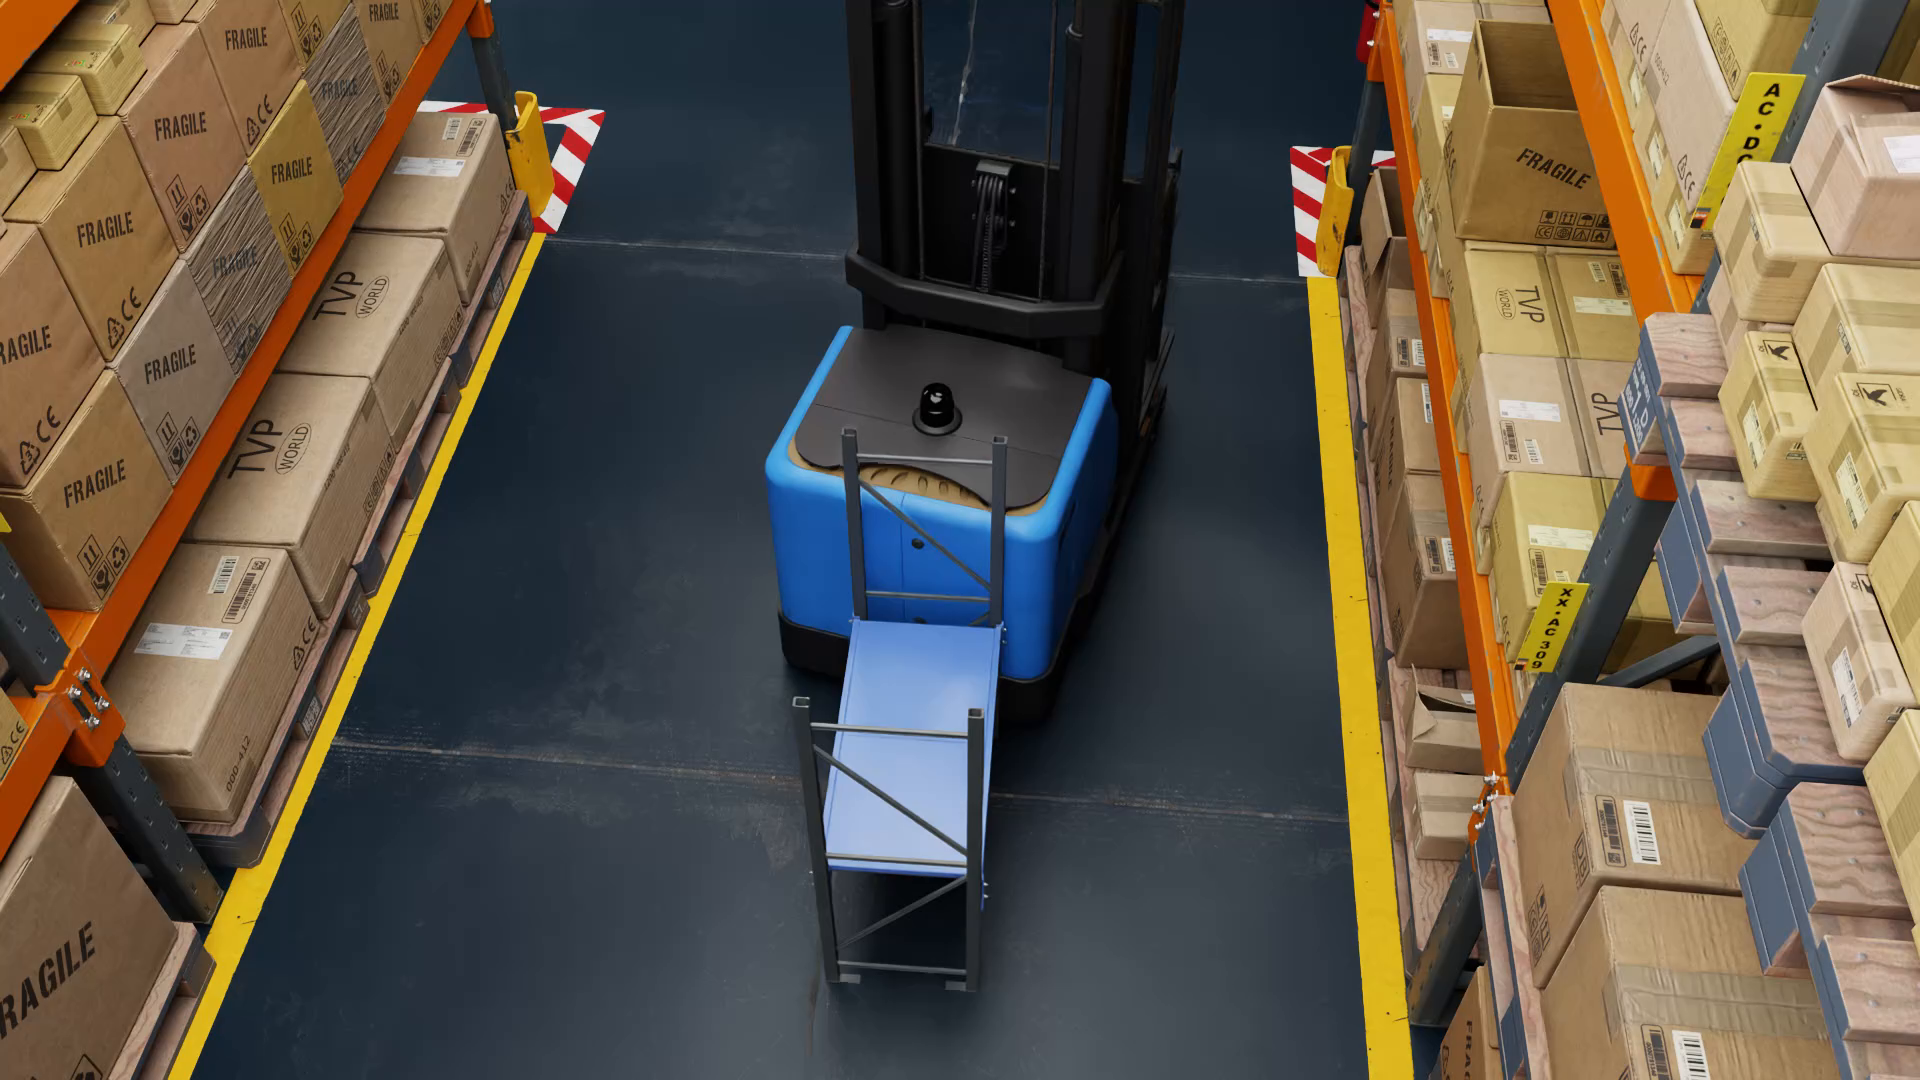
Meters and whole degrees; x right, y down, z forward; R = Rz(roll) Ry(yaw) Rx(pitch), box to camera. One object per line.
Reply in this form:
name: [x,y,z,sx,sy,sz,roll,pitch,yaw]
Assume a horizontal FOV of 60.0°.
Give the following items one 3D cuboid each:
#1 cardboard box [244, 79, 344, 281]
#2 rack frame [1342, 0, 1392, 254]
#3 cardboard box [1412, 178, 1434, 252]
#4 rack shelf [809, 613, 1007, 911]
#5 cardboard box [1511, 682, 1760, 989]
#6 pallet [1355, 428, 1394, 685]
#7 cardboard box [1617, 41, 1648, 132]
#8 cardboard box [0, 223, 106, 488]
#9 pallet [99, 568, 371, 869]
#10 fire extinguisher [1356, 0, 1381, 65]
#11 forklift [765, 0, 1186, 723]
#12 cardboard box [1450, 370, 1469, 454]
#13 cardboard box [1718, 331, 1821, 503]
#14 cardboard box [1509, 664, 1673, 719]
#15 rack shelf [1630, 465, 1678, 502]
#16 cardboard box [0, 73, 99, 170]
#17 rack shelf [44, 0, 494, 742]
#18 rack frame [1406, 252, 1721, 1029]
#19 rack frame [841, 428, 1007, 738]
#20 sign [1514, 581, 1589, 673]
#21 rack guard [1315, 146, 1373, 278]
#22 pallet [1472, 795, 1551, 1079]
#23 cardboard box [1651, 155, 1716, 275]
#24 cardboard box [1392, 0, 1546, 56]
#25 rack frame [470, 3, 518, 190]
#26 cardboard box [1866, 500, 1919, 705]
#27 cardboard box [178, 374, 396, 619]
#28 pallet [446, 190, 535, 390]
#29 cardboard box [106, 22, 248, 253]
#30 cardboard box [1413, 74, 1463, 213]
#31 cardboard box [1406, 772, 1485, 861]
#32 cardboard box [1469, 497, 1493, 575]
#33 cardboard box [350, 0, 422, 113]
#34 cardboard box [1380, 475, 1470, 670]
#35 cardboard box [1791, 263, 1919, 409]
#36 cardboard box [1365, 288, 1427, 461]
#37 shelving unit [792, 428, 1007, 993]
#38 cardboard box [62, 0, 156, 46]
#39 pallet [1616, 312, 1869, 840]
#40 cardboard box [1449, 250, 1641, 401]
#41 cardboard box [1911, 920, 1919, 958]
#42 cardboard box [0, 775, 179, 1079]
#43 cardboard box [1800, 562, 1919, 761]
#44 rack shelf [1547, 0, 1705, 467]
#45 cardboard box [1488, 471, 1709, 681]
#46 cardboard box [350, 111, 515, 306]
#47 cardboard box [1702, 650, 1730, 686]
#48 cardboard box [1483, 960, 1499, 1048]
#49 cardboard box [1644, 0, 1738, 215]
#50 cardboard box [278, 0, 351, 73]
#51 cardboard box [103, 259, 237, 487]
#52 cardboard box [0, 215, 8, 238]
cardboard box: [-2.548,-1.273,5.814,0.500,0.500,0.500,5,48,5]
rack frame: [2.307,-2.407,6.919,1.000,3.000,0.127,4,48,4]
cardboard box: [1.837,-1.156,5.945,0.380,0.149,0.250,3,48,2]
rack shelf: [-0.147,0.688,5.348,0.538,0.185,1.000,3,48,3]
cardboard box: [1.676,0.697,3.728,0.700,0.500,0.500,5,48,5]
pallet: [2.115,0.070,6.544,1.003,0.211,1.213,4,48,4]
cardboard box: [1.740,-1.056,3.821,0.380,0.149,0.250,5,48,5]
cardboard box: [-2.716,-0.504,4.433,0.500,0.500,0.500,4,48,4]
pallet: [-2.853,0.588,6.069,1.003,0.211,1.213,4,48,4]
fire extinguisher: [1.860,-2.395,7.213,0.296,0.674,0.183,4,48,4]
forklift: [0.260,-1.438,6.079,1.130,2.935,3.031,13,49,12]
cardboard box: [1.768,-0.401,5.254,0.380,0.149,0.250,3,48,3]
cardboard box: [1.461,-0.191,2.677,0.380,0.149,0.250,4,48,4]
cardboard box: [1.720,0.365,4.553,0.380,0.149,0.250,4,48,4]
rack shelf: [1.760,1.232,2.045,1.077,0.370,4.000,4,48,4]
cardboard box: [-2.641,-1.162,4.595,0.380,0.149,0.250,4,48,3]
rack shelf: [-2.818,-1.026,6.143,1.077,0.370,4.000,4,48,4]
rack frame: [1.943,0.532,4.231,1.000,3.000,0.127,4,48,4]
rack frame: [-0.108,0.193,5.557,0.500,1.500,0.032,3,48,3]
sign: [1.402,0.209,3.940,0.100,0.325,0.005,4,48,4]
rack guard: [2.300,-1.508,7.790,1.175,0.500,0.348,4,48,4]
pallet: [1.761,1.177,3.771,1.003,0.211,1.213,4,48,4]
cardboard box: [1.681,-0.680,3.476,0.380,0.149,0.250,4,48,3]
cardboard box: [1.998,-2.142,6.576,0.500,0.250,0.500,4,48,4]
rack frame: [-2.636,-2.739,7.222,1.000,3.000,0.127,4,48,4]
cardboard box: [1.463,0.094,2.215,0.380,0.149,0.250,3,48,3]
cardboard box: [-2.756,-0.188,6.341,0.875,0.438,0.875,3,48,2]
pallet: [-2.631,-1.205,7.709,1.003,0.211,1.213,4,48,4]
cardboard box: [-2.606,-1.250,5.116,0.500,0.500,0.500,5,48,4]
cardboard box: [1.909,-1.399,5.897,0.500,0.250,0.500,3,48,3]
cardboard box: [1.701,0.923,5.520,0.380,0.149,0.250,3,48,2]
cardboard box: [1.722,-0.020,4.906,0.380,0.149,0.250,5,48,5]
cardboard box: [-2.477,-2.032,6.508,0.500,0.500,0.500,3,48,3]
cardboard box: [1.946,0.126,6.011,0.700,0.500,0.500,2,48,2]
cardboard box: [1.525,-0.281,2.558,0.380,0.149,0.250,5,48,4]
cardboard box: [2.040,-0.637,6.709,0.700,0.500,0.500,6,48,5]
shelving unit: [-0.147,0.567,5.215,0.538,1.500,1.048,3,48,3]
cardboard box: [-2.647,-1.546,4.946,0.380,0.149,0.250,4,48,3]
pallet: [1.813,0.057,2.759,1.213,0.211,1.003,4,48,4]
cardboard box: [1.836,-0.643,5.206,0.500,0.250,0.500,4,48,3]
cardboard box: [1.397,0.558,1.992,0.380,0.149,0.250,5,48,4]
cardboard box: [-2.977,1.237,4.741,0.875,0.875,0.875,5,48,5]
cardboard box: [1.428,0.182,2.336,0.380,0.149,0.250,4,48,4]
rack shelf: [2.125,-1.707,4.734,1.077,0.370,4.000,4,48,4]
cardboard box: [1.746,0.092,4.534,0.500,0.250,0.500,5,48,5]
cardboard box: [-2.597,-1.524,7.563,0.875,0.438,0.875,2,48,2]
cardboard box: [2.257,0.136,4.493,0.500,0.250,0.500,3,48,3]
cardboard box: [1.645,1.261,4.534,0.380,0.149,0.250,6,48,5]
cardboard box: [1.737,-0.902,3.409,0.500,0.250,0.500,4,48,4]
cardboard box: [-2.510,-1.990,5.792,0.500,0.500,0.500,4,48,3]
cardboard box: [-2.647,-0.530,5.134,0.500,0.500,0.500,4,48,4]
cardboard box: [-2.706,-0.793,4.258,0.380,0.149,0.250,5,48,4]
